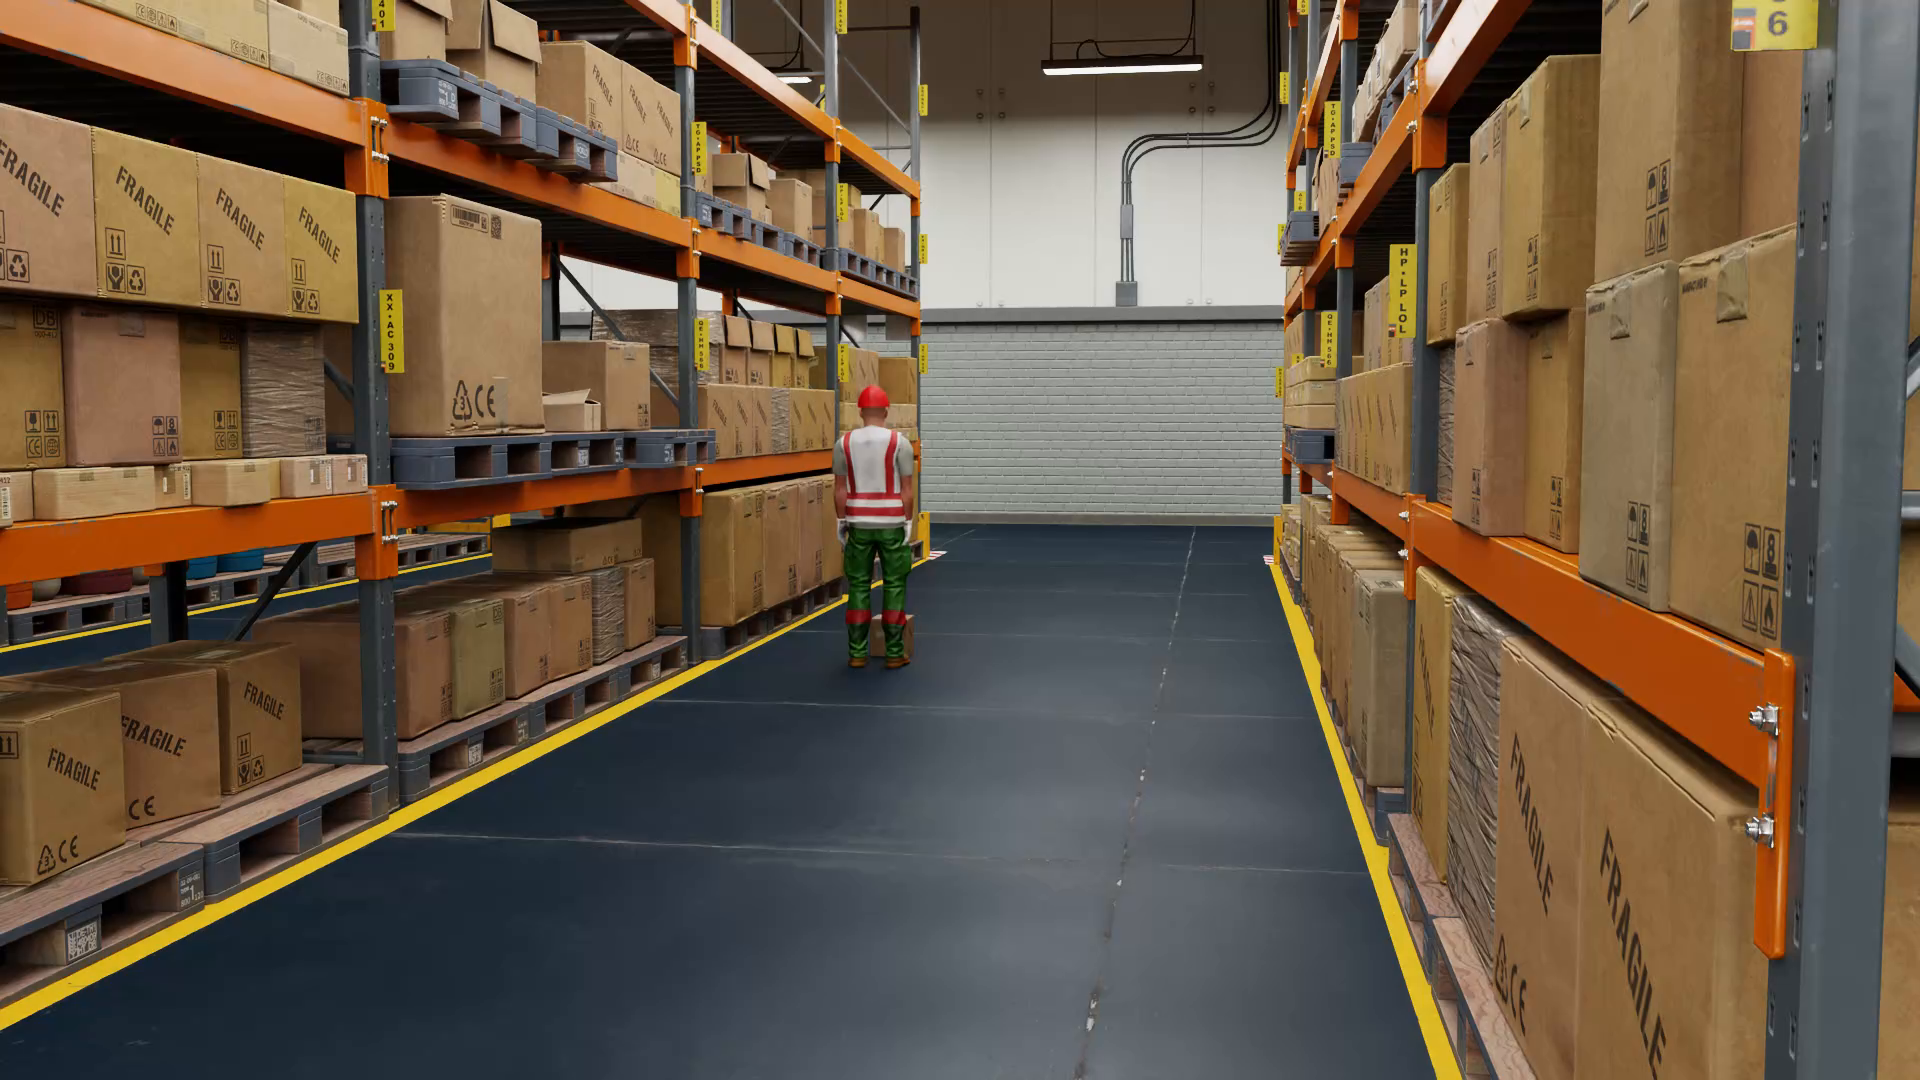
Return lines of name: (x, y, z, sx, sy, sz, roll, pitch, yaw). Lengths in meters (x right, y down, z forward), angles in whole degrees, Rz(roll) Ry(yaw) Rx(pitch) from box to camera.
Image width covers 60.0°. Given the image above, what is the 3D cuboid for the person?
person: (-0.542, -0.086, 10.583, 0.526, 1.782, 0.341, 1, 4, 9)
